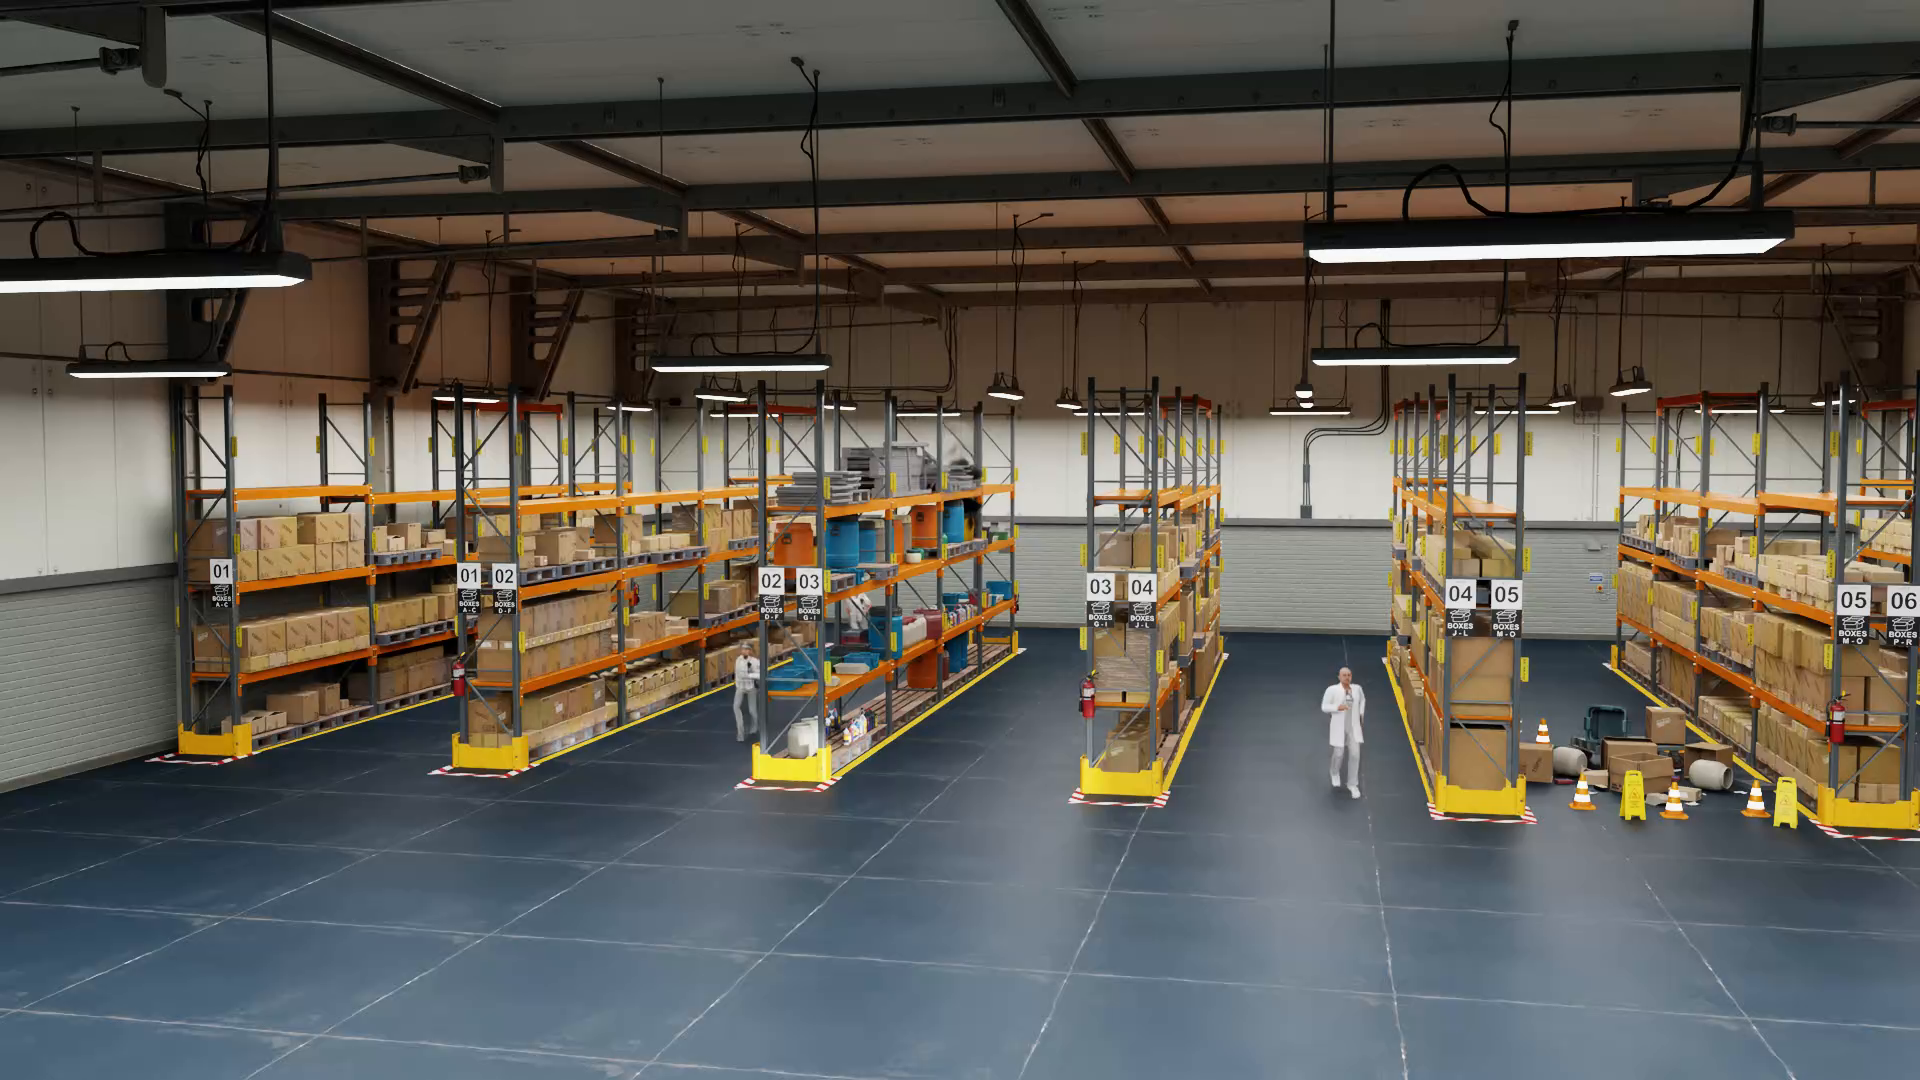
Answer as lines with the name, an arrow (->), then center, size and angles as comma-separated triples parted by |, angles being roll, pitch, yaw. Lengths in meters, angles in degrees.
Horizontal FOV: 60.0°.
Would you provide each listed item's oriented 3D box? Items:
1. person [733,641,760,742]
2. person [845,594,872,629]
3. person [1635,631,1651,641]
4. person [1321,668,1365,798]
person -> -3.625, 2.583, 28.517 | 0.590, 1.748, 0.792 | 1, 3, 12
person -> -2.442, 1.907, 39.916 | 0.679, 1.767, 0.753 | 0, 3, 7
person -> 15.946, 2.037, 38.672 | 0.627, 1.606, 0.587 | -3, 4, -43
person -> 5.557, 2.742, 24.000 | 0.702, 1.804, 0.955 | 0, 3, -1
